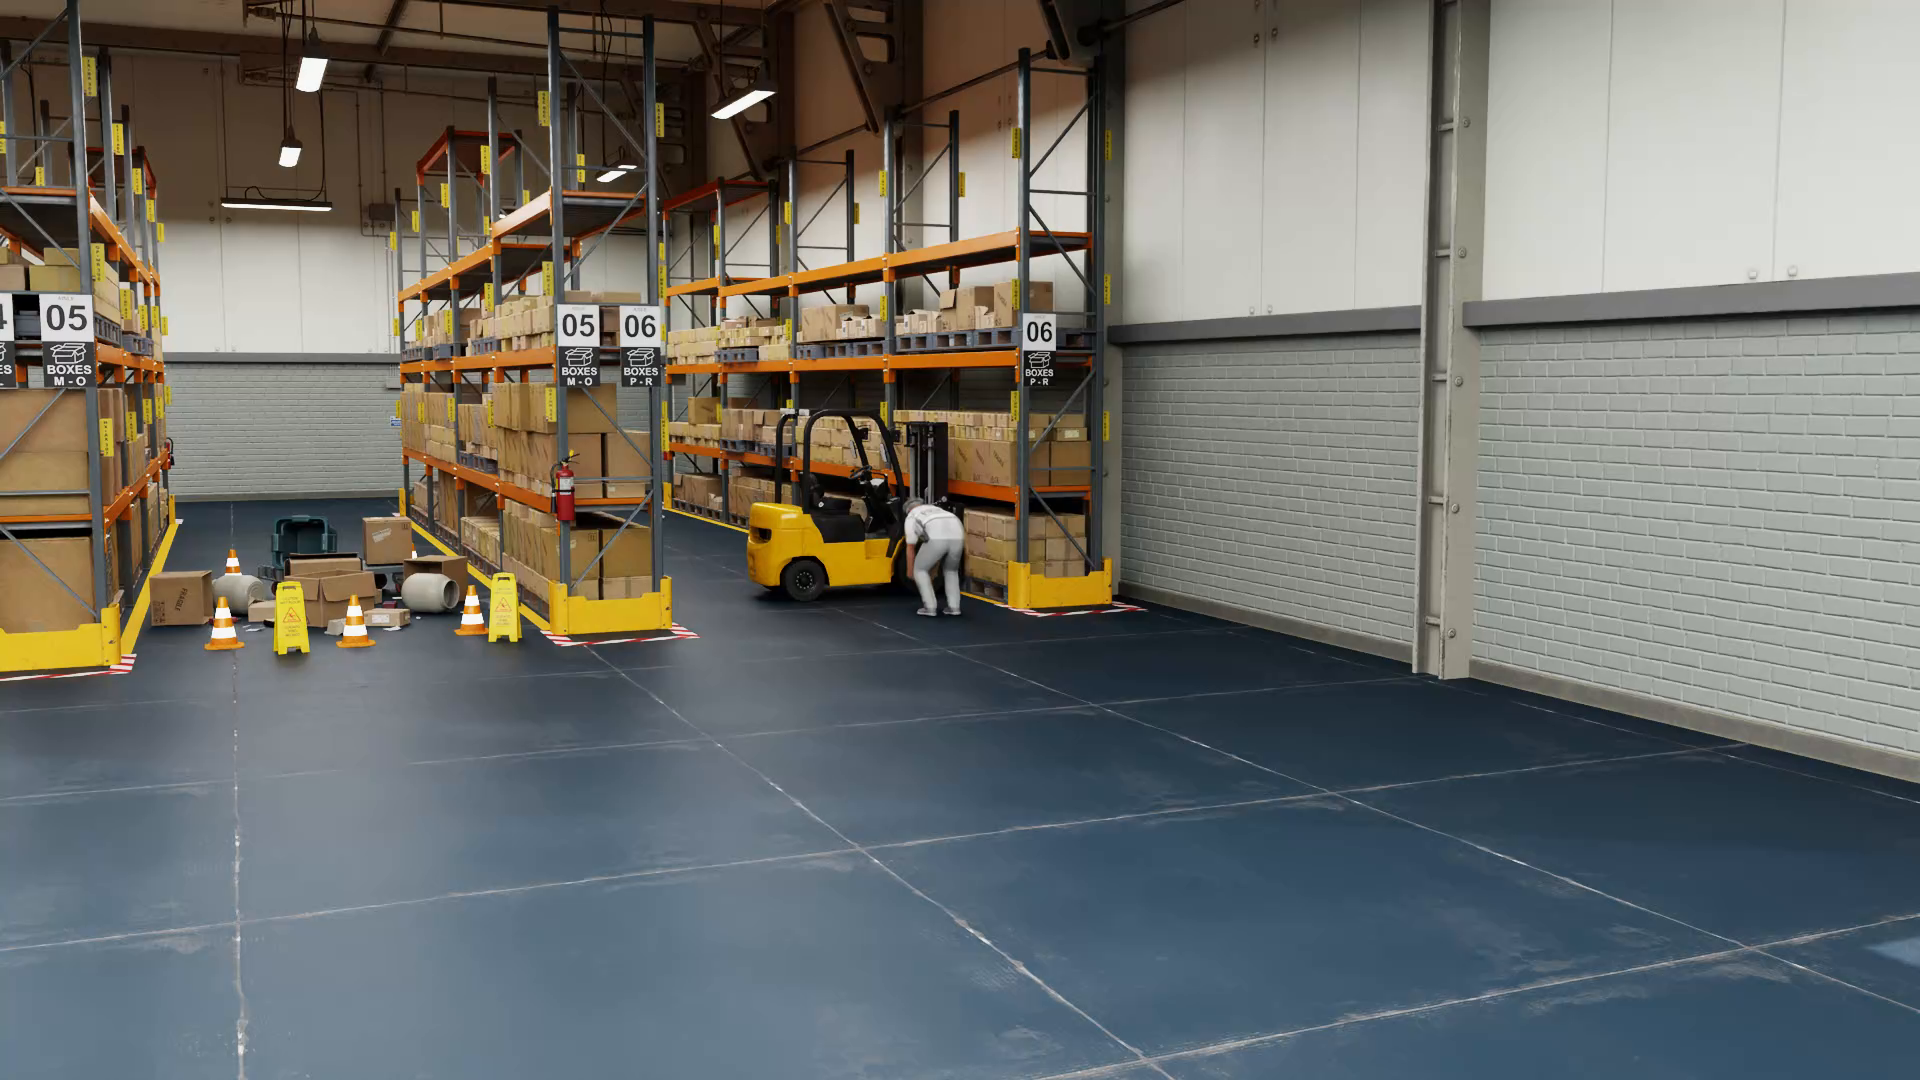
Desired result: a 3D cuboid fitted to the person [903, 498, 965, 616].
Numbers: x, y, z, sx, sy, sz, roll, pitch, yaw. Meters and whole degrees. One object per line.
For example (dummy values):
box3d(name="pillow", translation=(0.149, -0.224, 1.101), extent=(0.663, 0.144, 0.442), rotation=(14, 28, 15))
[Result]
box3d(name="person", translation=(-0.308, 0.178, 17.755), extent=(0.516, 1.209, 1.022), rotation=(-3, 6, -26))
